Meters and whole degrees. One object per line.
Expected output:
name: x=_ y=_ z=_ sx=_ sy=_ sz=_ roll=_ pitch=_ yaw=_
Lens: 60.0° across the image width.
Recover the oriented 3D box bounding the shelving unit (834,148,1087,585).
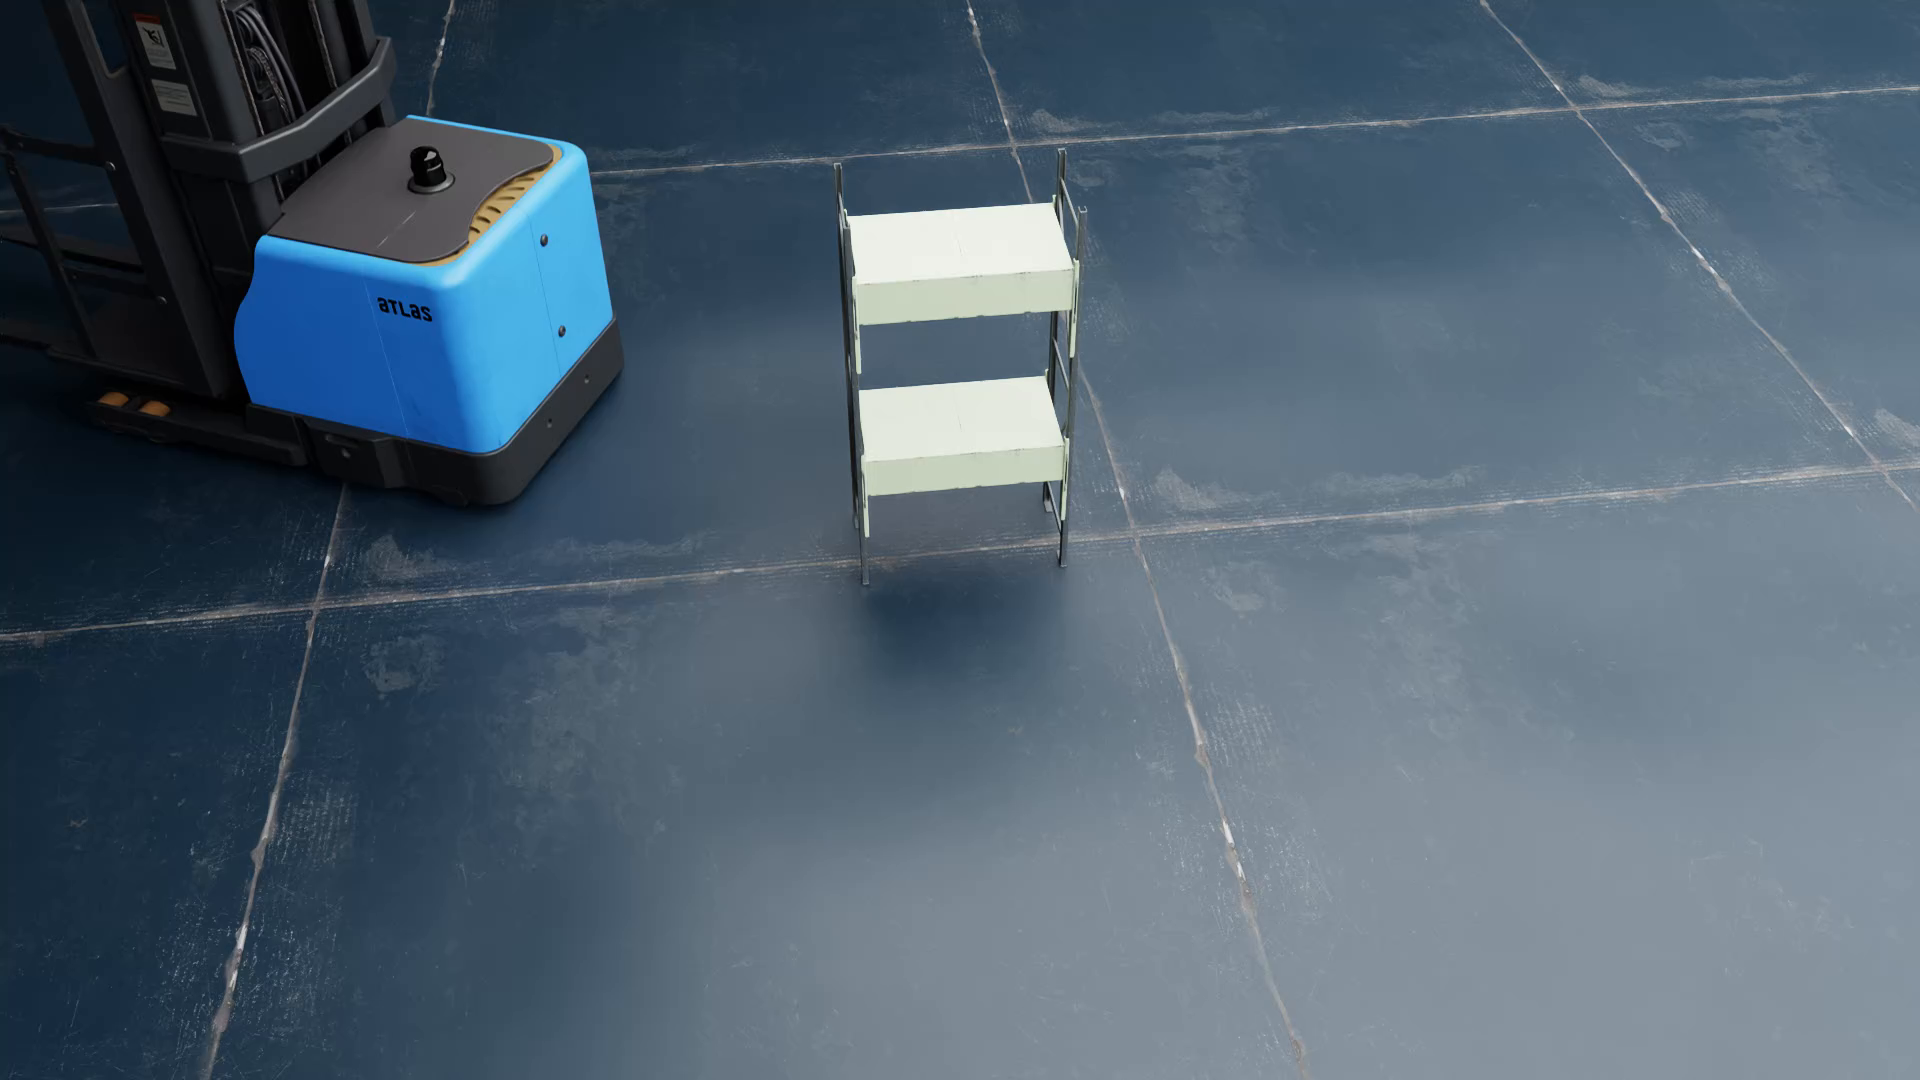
shelving unit: x=-0.007 y=-0.556 z=5.747 sx=0.755 sy=1.500 sz=0.431 roll=-5 pitch=42 yaw=-6

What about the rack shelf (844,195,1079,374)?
rack shelf: x=-0.007 y=-0.846 z=5.486 sx=0.720 sy=0.370 sz=0.431 roll=-5 pitch=42 yaw=-6

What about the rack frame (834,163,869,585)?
rack frame: x=-0.370 y=-0.525 z=5.712 sx=0.023 sy=1.500 sz=0.400 roll=-5 pitch=42 yaw=-6

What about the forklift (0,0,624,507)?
forklift: x=-2.979 y=-1.801 z=6.059 sx=3.031 sy=2.935 sz=1.130 roll=13 pitch=44 yaw=14

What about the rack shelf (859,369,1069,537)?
rack shelf: x=-0.007 y=-0.314 z=5.965 sx=0.720 sy=0.370 sz=0.431 roll=-5 pitch=42 yaw=-6

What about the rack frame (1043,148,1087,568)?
rack frame: x=0.356 y=-0.588 z=5.782 sx=0.023 sy=1.500 sz=0.400 roll=-5 pitch=42 yaw=-6
